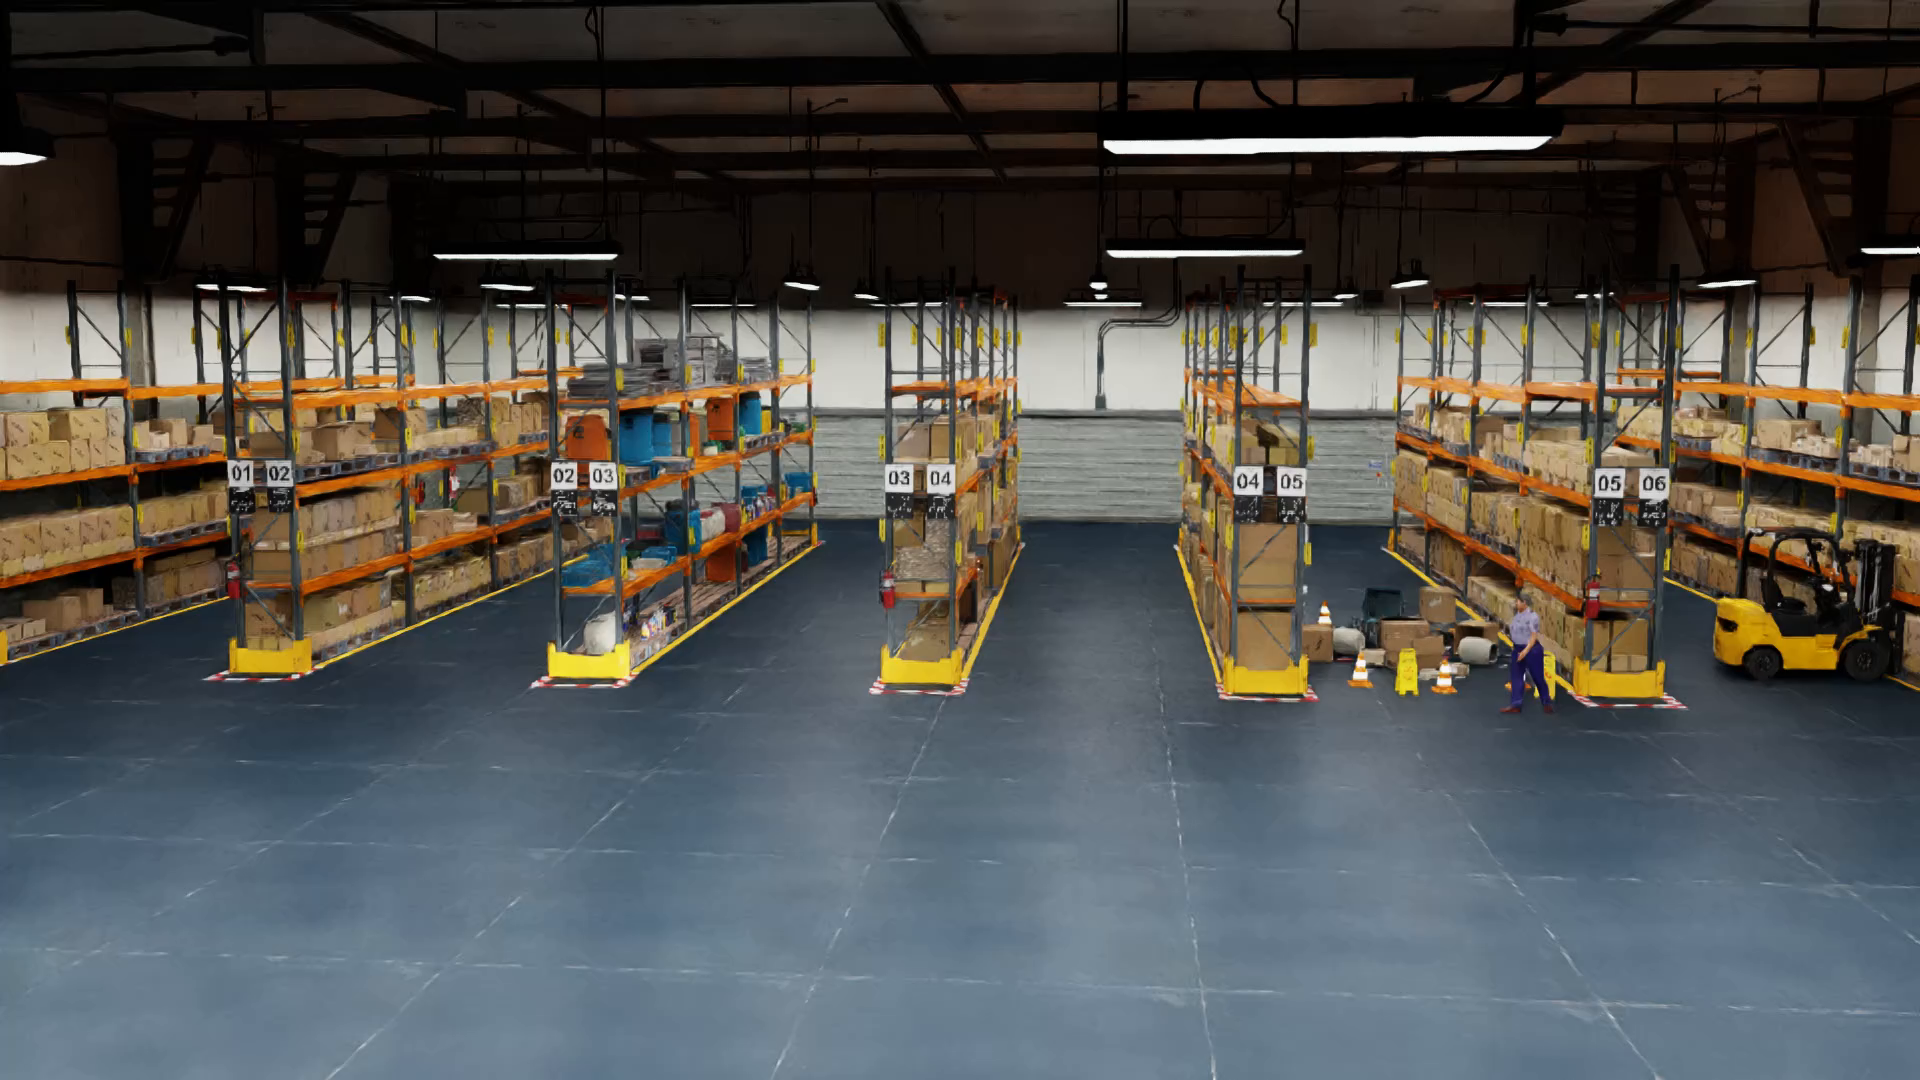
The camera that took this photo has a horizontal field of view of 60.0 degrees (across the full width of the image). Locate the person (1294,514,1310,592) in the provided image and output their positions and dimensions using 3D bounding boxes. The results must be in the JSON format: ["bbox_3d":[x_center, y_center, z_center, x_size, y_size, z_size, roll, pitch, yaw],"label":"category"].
[{"bbox_3d":[6.752,0.208,32.911,0.462,1.607,0.560,-3,8,-24],"label":"person"}]

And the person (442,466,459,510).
[{"bbox_3d":[-13.086,-1.076,42.772,0.507,1.790,0.535,5,9,37],"label":"person"}]

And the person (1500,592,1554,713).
[{"bbox_3d":[7.595,1.509,22.213,0.678,1.621,0.510,-3,7,-21],"label":"person"}]
